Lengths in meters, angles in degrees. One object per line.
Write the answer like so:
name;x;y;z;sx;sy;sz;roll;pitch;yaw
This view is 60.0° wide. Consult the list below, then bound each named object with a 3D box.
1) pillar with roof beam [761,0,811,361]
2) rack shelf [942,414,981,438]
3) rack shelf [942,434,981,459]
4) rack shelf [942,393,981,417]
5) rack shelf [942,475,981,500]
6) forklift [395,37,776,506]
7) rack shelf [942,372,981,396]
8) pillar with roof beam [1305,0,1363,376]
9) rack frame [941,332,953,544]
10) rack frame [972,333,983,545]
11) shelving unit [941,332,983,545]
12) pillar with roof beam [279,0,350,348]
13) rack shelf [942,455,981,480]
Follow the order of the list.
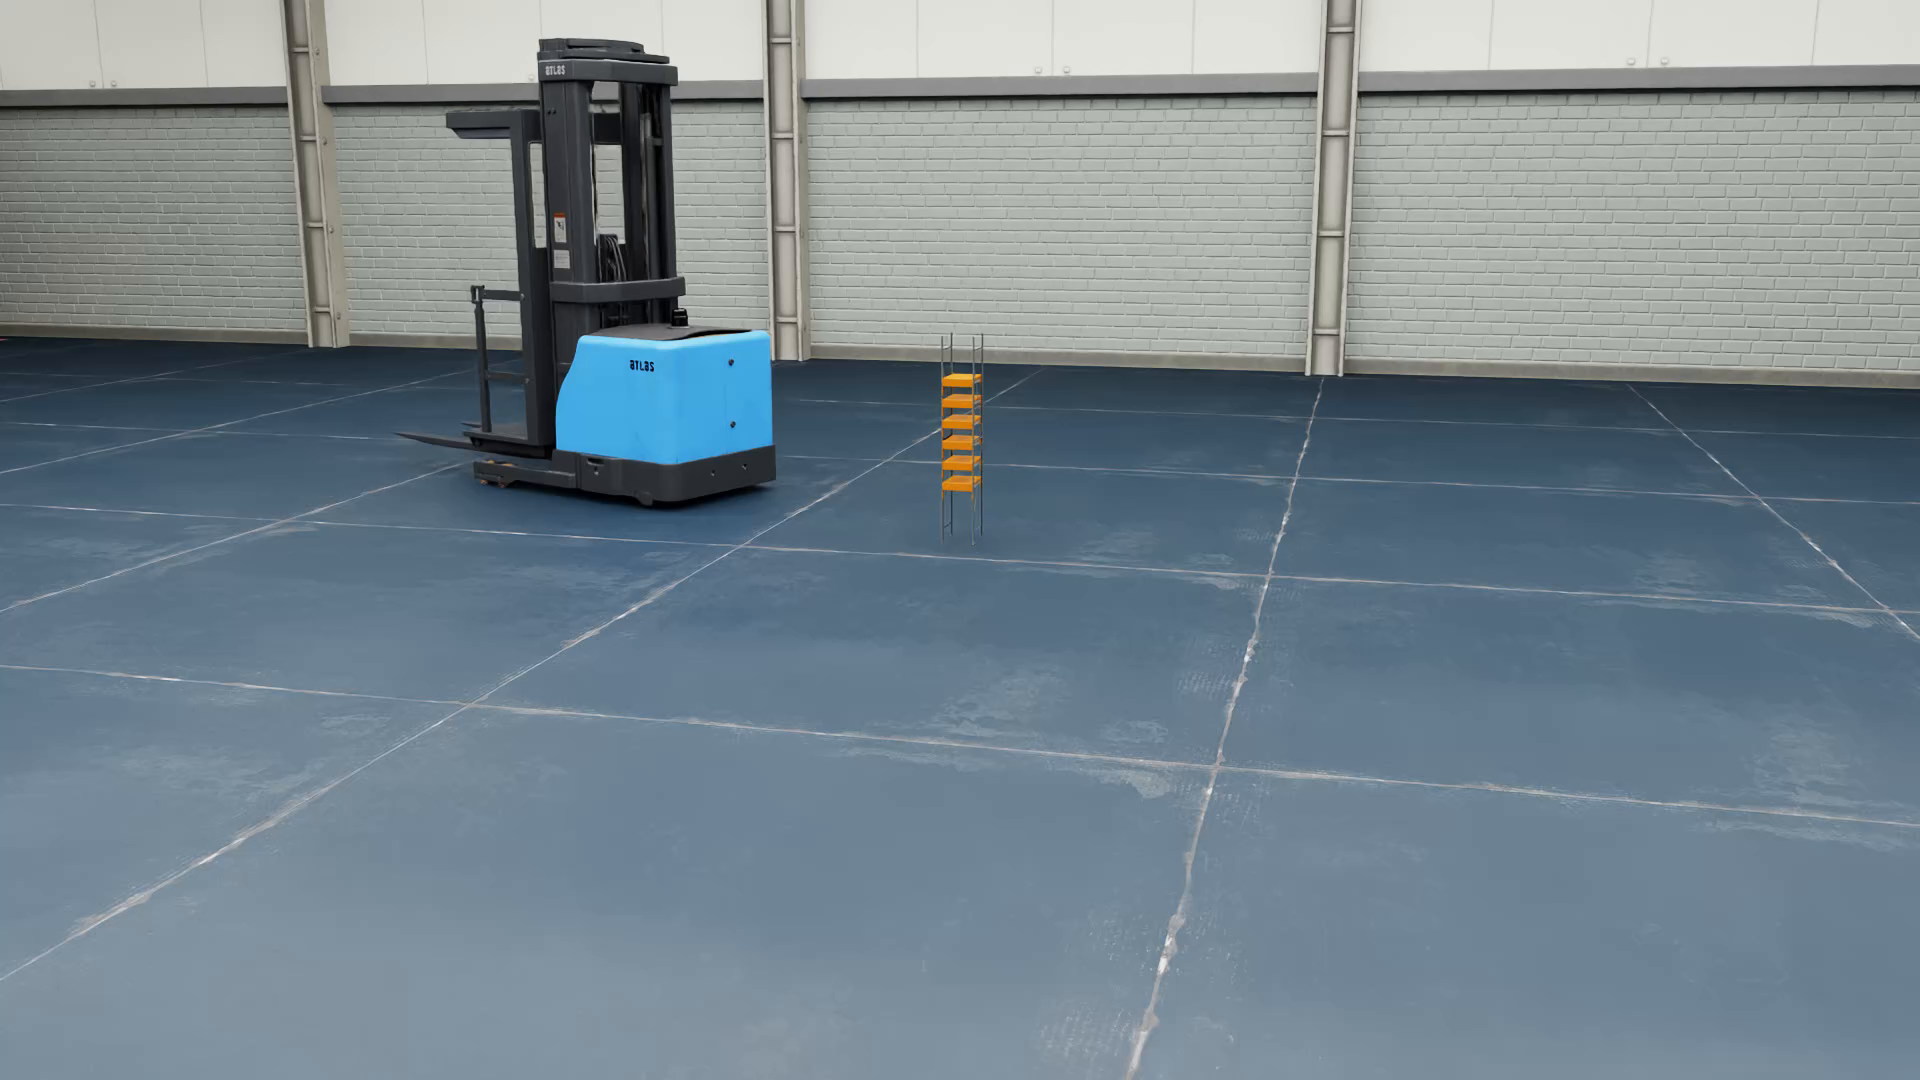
pillar with roof beam;-2.976;-5.567;14.051;0.400;9.000;9.100;3;13;14
rack shelf;0.014;-0.659;9.584;0.180;0.103;0.258;3;13;14
rack shelf;0.014;-0.542;9.610;0.180;0.103;0.258;3;13;14
rack shelf;0.014;-0.776;9.558;0.180;0.103;0.258;3;13;14
rack shelf;0.014;-0.307;9.662;0.180;0.103;0.258;3;13;14
forklift;-2.744;-1.874;11.413;3.031;2.935;1.130;9;15;34
rack shelf;0.014;-0.893;9.532;0.180;0.103;0.258;3;13;14
pillar with roof beam;2.849;-5.256;12.648;0.400;9.000;9.100;3;13;14
rack frame;-0.075;-0.590;9.622;0.006;1.200;0.240;3;13;14
rack frame;0.103;-0.580;9.579;0.006;1.200;0.240;3;13;14
shelving unit;0.014;-0.585;9.600;0.189;1.200;0.258;3;13;14
pillar with roof beam;-8.801;-5.879;15.454;0.400;9.000;9.100;3;13;14
rack shelf;0.014;-0.424;9.636;0.180;0.103;0.258;3;13;14
